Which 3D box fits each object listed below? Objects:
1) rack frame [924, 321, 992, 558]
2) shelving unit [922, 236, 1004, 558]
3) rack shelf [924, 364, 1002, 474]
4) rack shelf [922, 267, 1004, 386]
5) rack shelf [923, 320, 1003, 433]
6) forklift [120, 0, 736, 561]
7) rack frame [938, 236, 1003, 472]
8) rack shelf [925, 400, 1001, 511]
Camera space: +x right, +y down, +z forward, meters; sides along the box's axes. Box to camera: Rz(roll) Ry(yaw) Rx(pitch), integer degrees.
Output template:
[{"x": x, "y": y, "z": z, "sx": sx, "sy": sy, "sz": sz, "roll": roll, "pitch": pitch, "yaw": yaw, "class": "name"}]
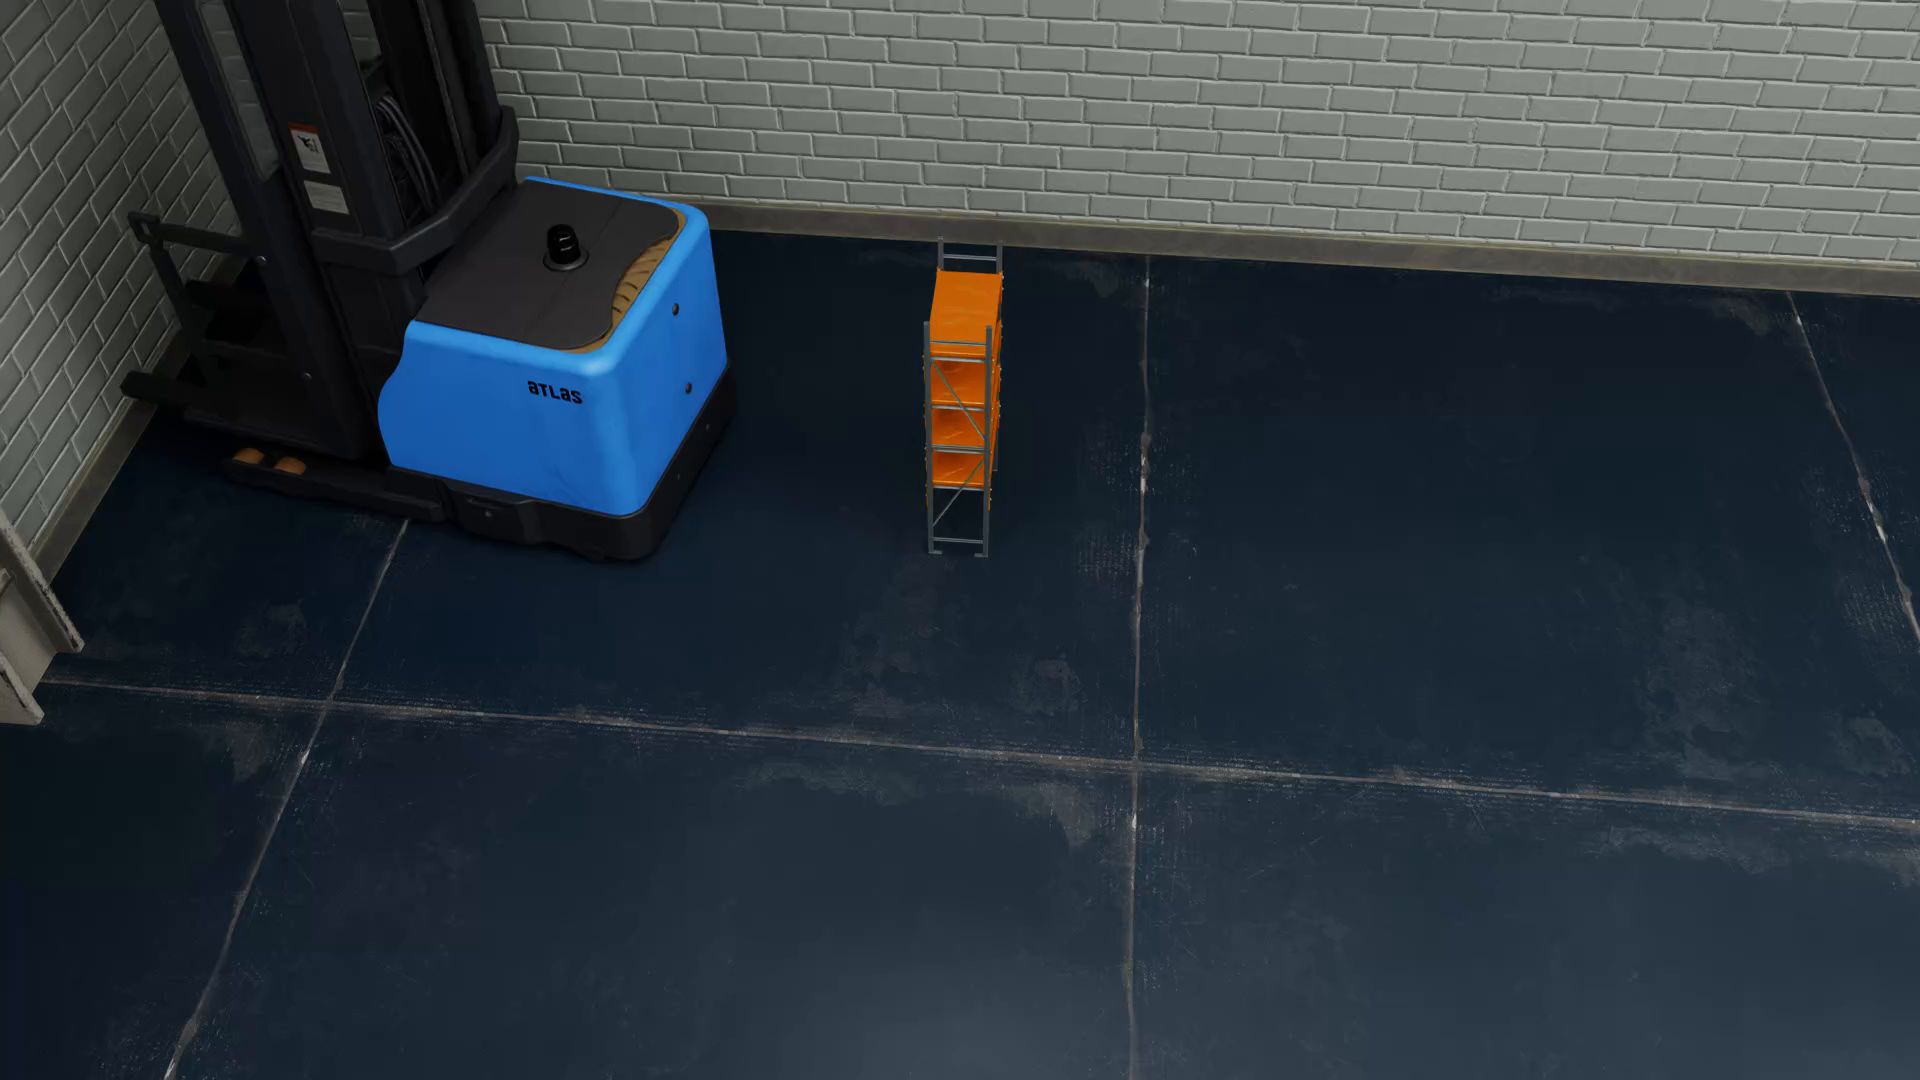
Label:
[{"x": -0.007, "y": -0.347, "z": 6.255, "sx": 0.240, "sy": 1.200, "sz": 0.015, "roll": 4, "pitch": 48, "yaw": 4, "class": "rack frame"}, {"x": 0.015, "y": -0.527, "z": 6.419, "sx": 0.258, "sy": 1.200, "sz": 0.503, "roll": 4, "pitch": 48, "yaw": 4, "class": "shelving unit"}, {"x": 0.015, "y": -0.481, "z": 6.468, "sx": 0.258, "sy": 0.148, "sz": 0.480, "roll": 4, "pitch": 48, "yaw": 4, "class": "rack shelf"}, {"x": 0.015, "y": -0.792, "z": 6.129, "sx": 0.258, "sy": 0.148, "sz": 0.480, "roll": 4, "pitch": 48, "yaw": 4, "class": "rack shelf"}, {"x": 0.015, "y": -0.632, "z": 6.303, "sx": 0.258, "sy": 0.148, "sz": 0.480, "roll": 4, "pitch": 48, "yaw": 4, "class": "rack shelf"}, {"x": -2.543, "y": -1.533, "z": 6.166, "sx": 3.031, "sy": 2.935, "sz": 1.130, "roll": 12, "pitch": 49, "yaw": 11, "class": "forklift"}, {"x": 0.037, "y": -0.706, "z": 6.583, "sx": 0.240, "sy": 1.200, "sz": 0.015, "roll": 4, "pitch": 48, "yaw": 4, "class": "rack frame"}, {"x": 0.015, "y": -0.347, "z": 6.615, "sx": 0.258, "sy": 0.148, "sz": 0.480, "roll": 4, "pitch": 48, "yaw": 4, "class": "rack shelf"}]
